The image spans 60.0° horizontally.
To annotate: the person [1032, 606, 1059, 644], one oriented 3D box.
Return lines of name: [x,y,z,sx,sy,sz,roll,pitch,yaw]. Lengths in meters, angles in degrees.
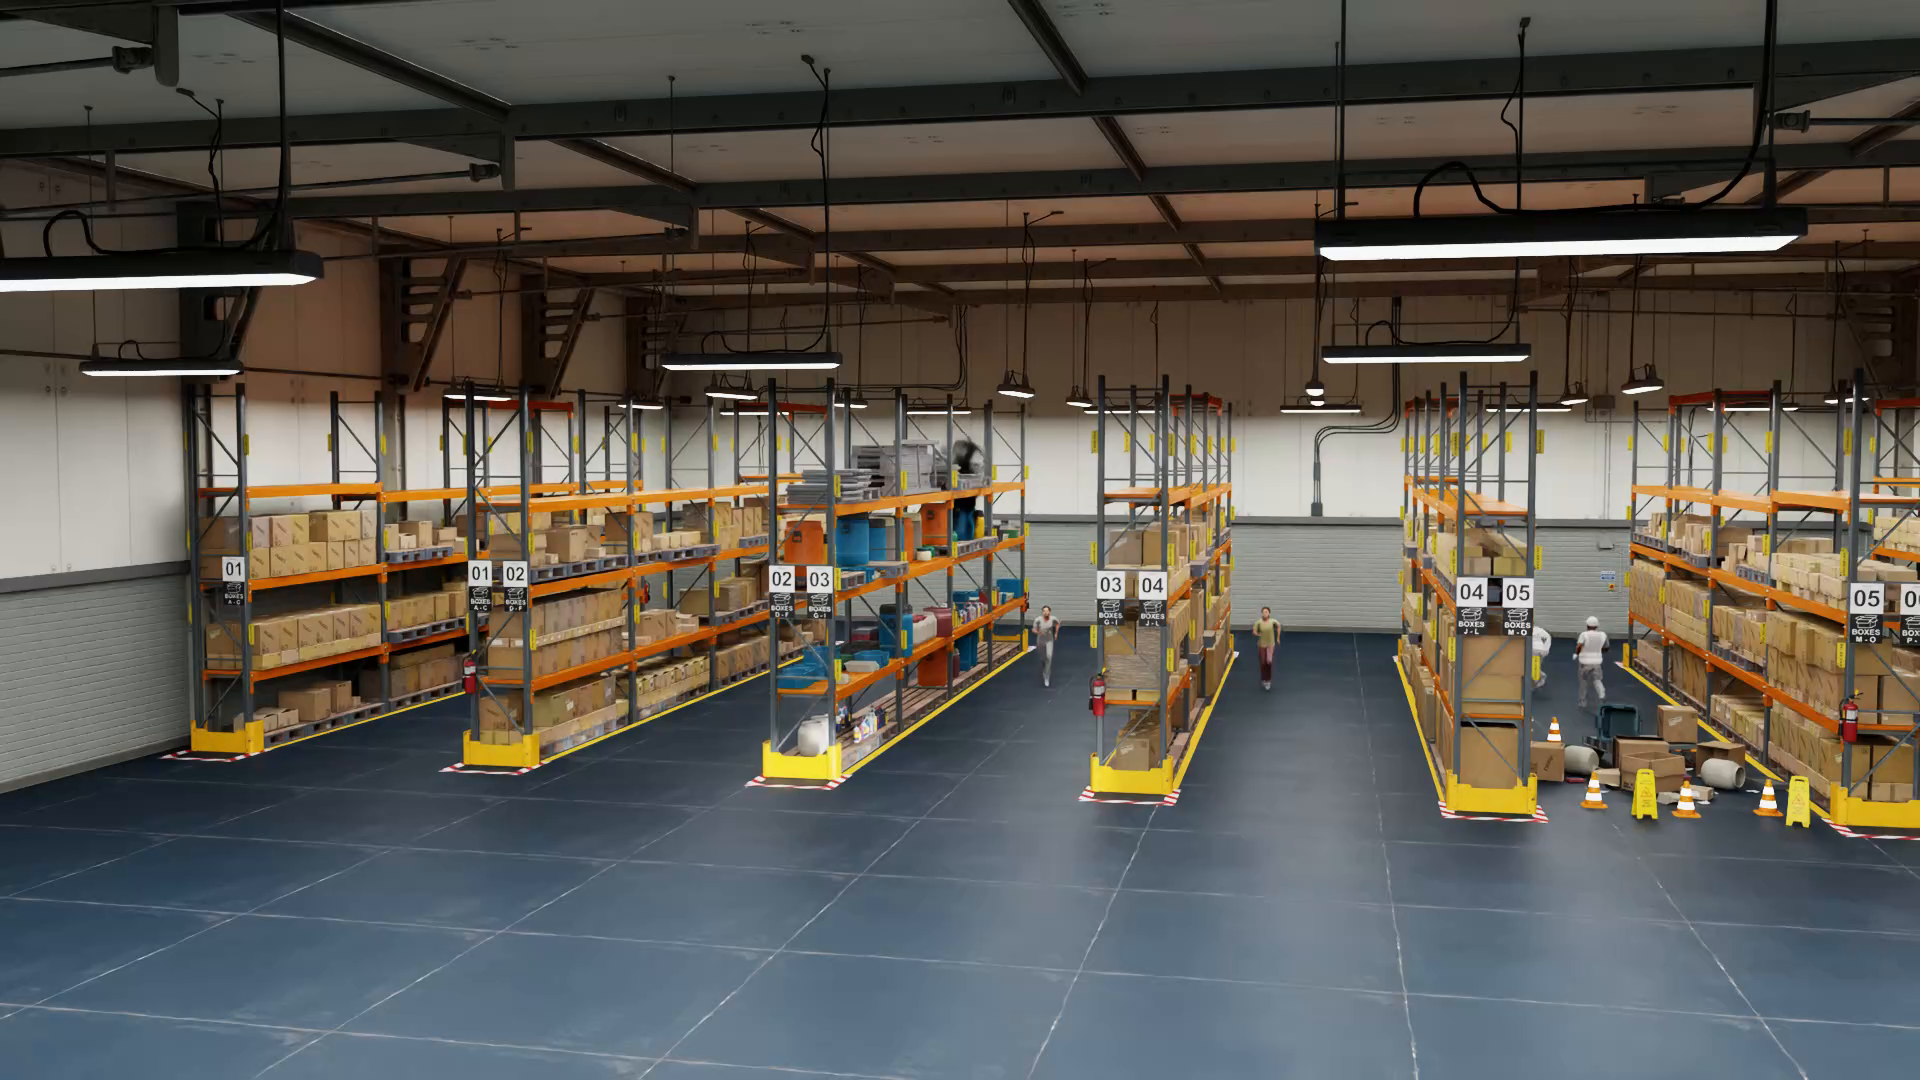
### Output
person: [1.786,1.775,34.737,0.579,0.827,0.531,0,3,4]

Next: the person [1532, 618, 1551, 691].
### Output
person: [11.756,2.337,33.907,0.637,1.488,0.838,-1,3,-9]

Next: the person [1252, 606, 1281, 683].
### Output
person: [6.290,2.137,34.161,0.561,1.556,0.784,1,3,15]

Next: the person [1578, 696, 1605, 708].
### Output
person: [11.914,3.010,31.365,0.264,0.375,0.957,0,3,4]
